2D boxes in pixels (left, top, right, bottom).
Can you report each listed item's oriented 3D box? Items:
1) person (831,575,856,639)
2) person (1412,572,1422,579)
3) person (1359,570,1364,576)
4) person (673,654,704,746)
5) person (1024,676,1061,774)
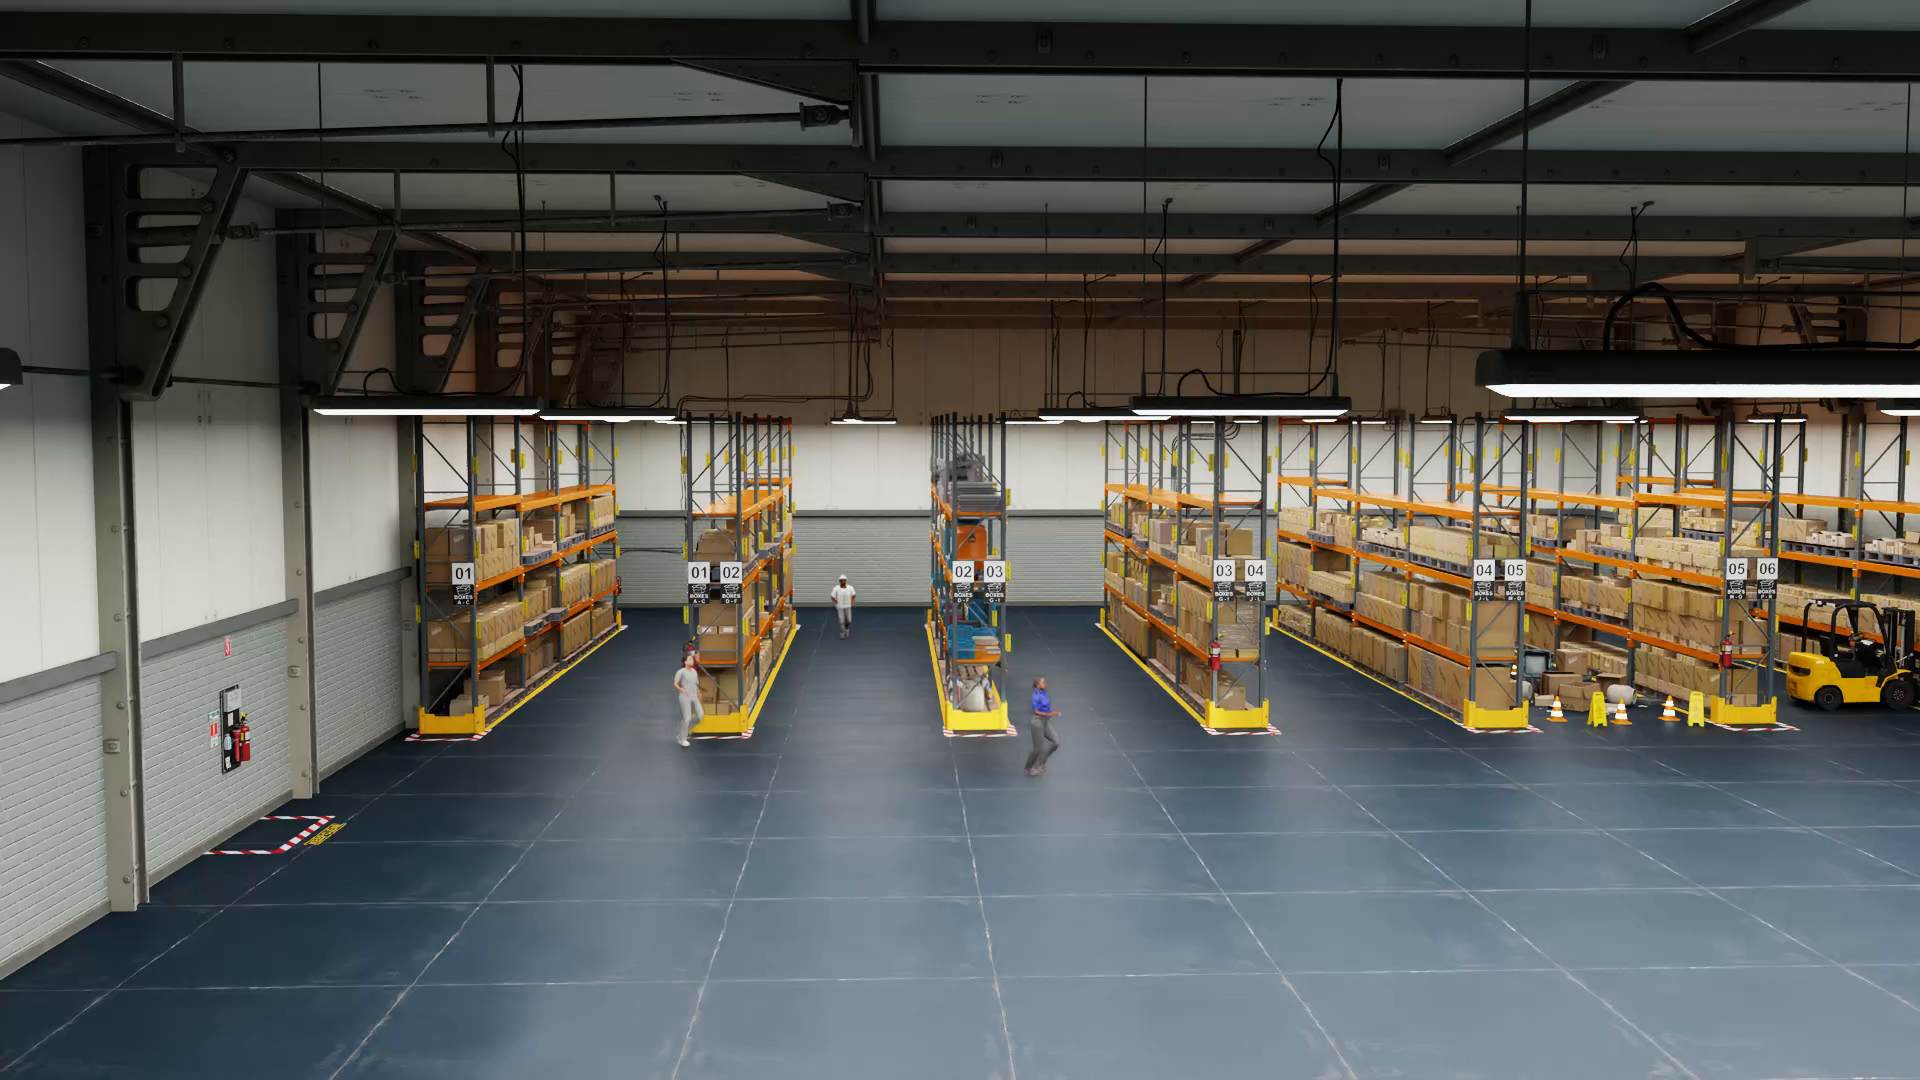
[{"bbox_3d":[-3.116,1.809,44.723,0.688,1.721,0.581,-1,4,-11],"label":"person"},{"bbox_3d":[13.527,1.503,49.285,0.734,1.836,0.675,0,4,-1],"label":"person"},{"bbox_3d":[11.381,1.675,47.068,0.593,1.660,0.624,-1,4,-18],"label":"person"},{"bbox_3d":[-4.854,2.872,29.969,0.492,1.644,0.592,3,5,41],"label":"person"},{"bbox_3d":[1.361,3.040,27.283,0.649,1.628,0.549,2,4,29],"label":"person"}]
